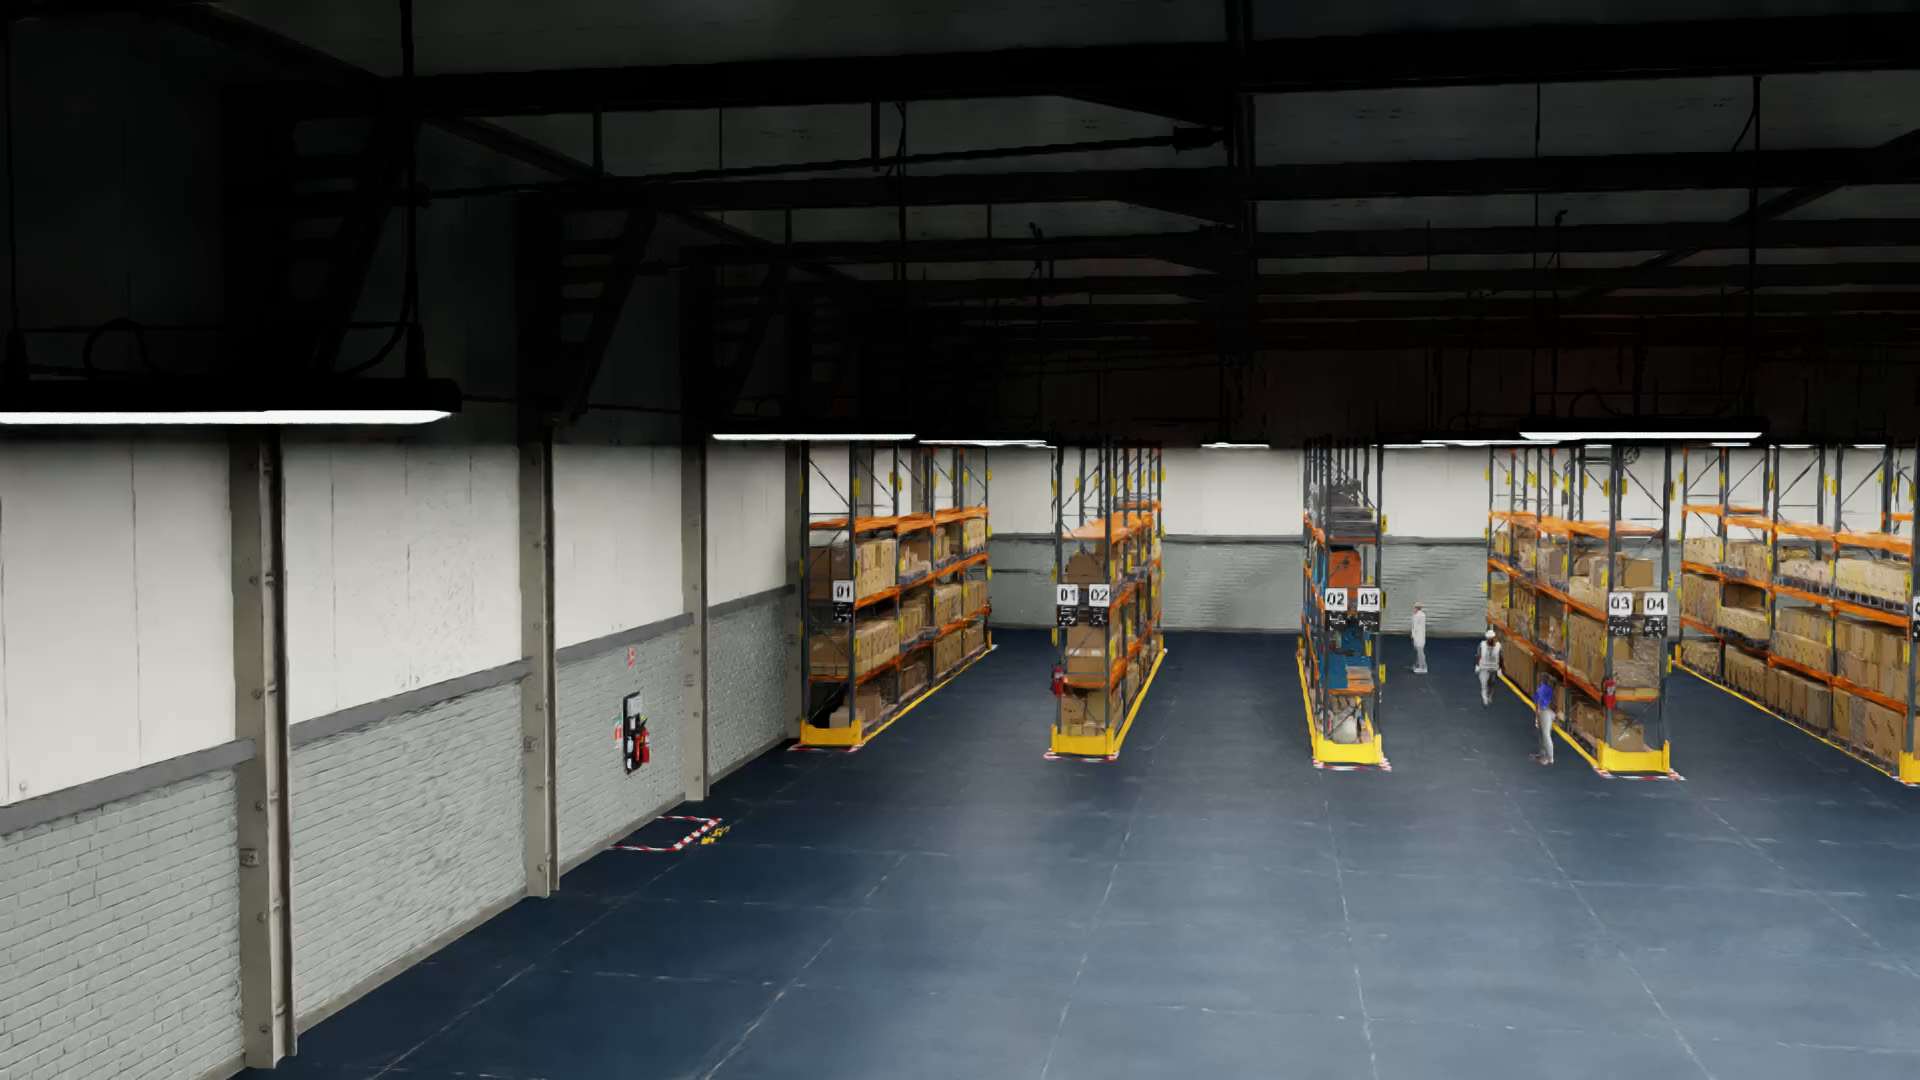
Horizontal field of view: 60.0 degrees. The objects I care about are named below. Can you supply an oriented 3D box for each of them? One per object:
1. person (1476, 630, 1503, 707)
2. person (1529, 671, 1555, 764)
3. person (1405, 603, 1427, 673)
[{"bbox_3d":[11.825,2.840,37.103,0.560,1.690,1.116,0,3,8],"label":"person"},{"bbox_3d":[10.675,3.242,30.483,0.549,1.634,0.574,3,4,42],"label":"person"},{"bbox_3d":[11.774,2.502,42.879,0.647,1.764,0.691,2,4,32],"label":"person"}]
